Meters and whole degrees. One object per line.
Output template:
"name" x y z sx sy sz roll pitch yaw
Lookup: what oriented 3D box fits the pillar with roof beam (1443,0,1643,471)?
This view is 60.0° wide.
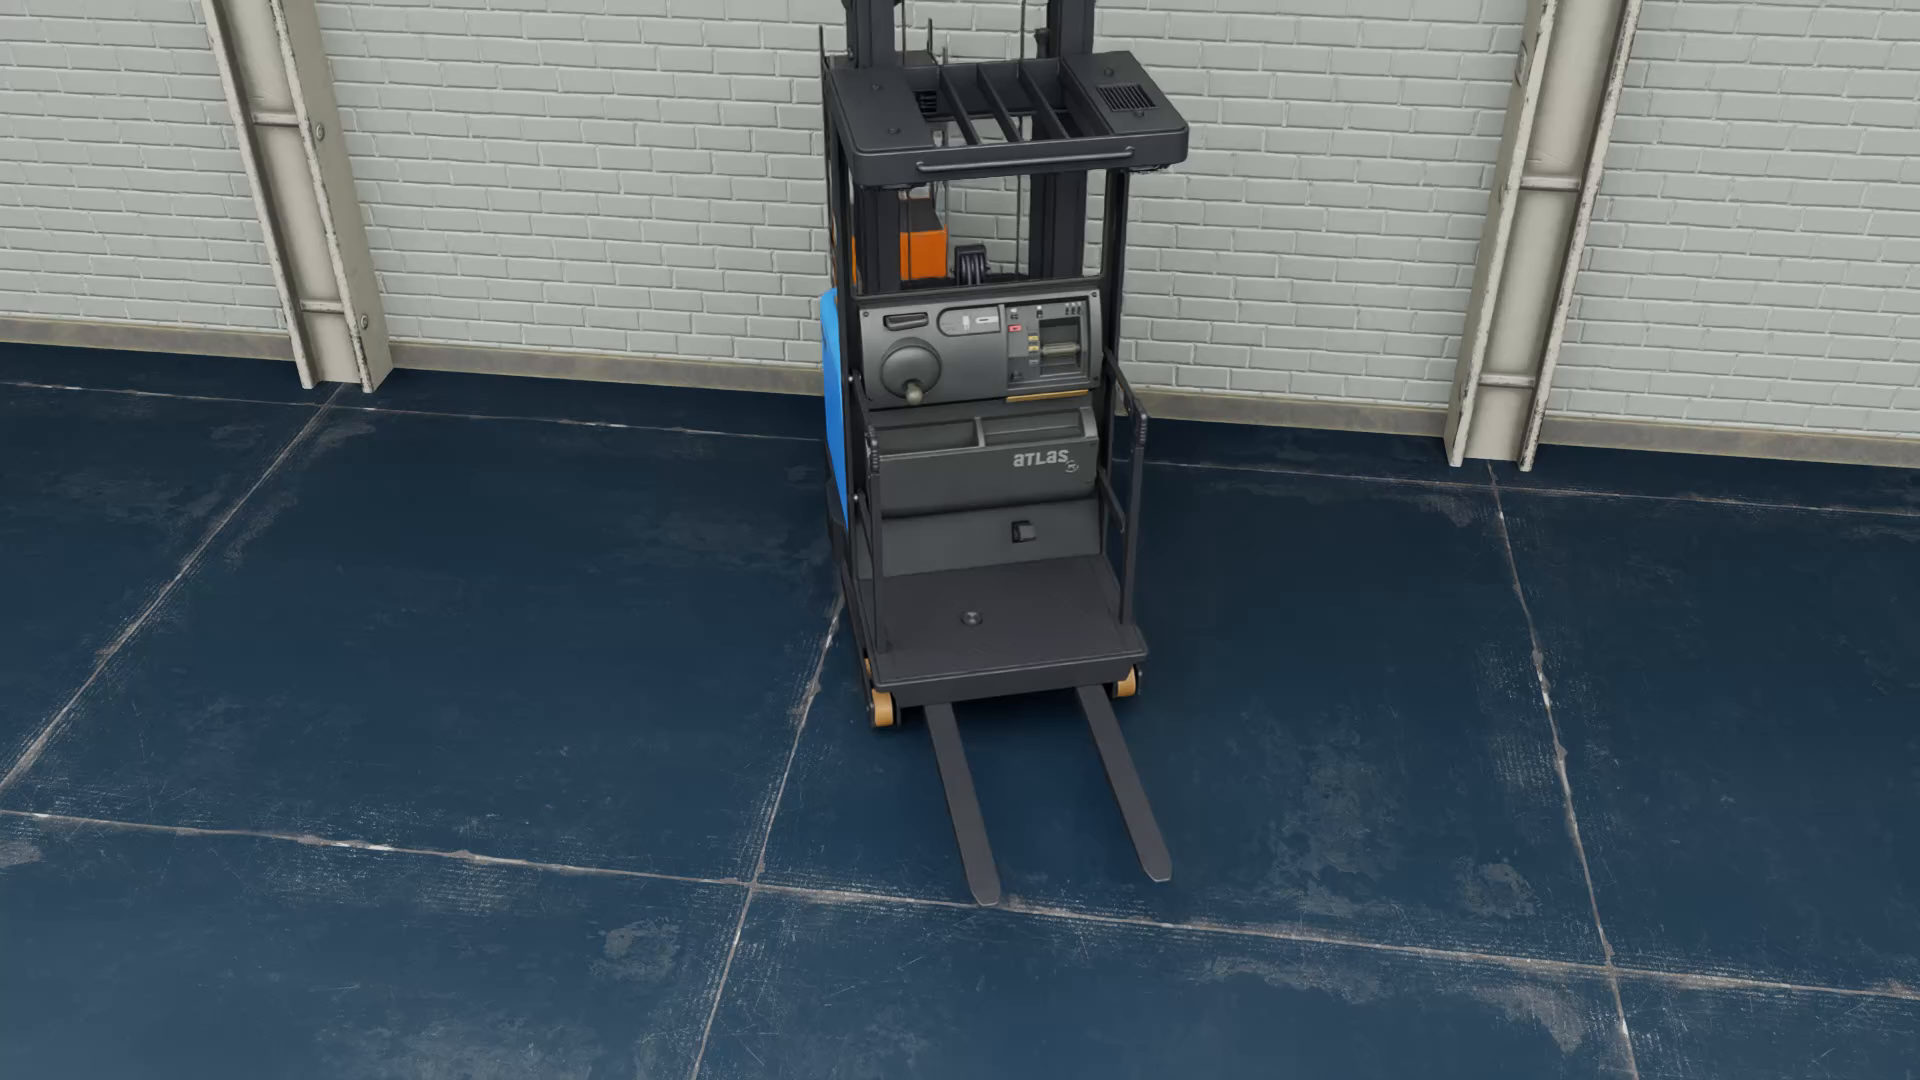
"pillar with roof beam" 2.101 -1.625 2.281 0.400 9.000 9.100 4 36 6

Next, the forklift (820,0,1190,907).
"forklift" 0.125 -0.672 6.168 1.130 2.935 3.031 -6 36 -8

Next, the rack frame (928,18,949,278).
"rack frame" -0.097 -1.348 7.831 0.015 2.100 0.400 -7 36 -9

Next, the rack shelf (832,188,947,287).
"rack shelf" -0.337 -1.309 7.800 0.480 0.518 0.431 -7 36 -9

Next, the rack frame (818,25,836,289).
"rack frame" -0.576 -1.292 7.753 0.015 2.100 0.400 -7 36 -9

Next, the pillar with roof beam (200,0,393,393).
"pillar with roof beam" -3.850 -2.069 2.903 0.400 9.000 9.100 4 36 6

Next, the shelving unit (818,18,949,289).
"shelving unit" -0.337 -1.320 7.792 0.503 2.100 0.431 -7 36 -9

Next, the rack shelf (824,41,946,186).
"rack shelf" -0.337 -1.879 7.394 0.480 0.518 0.431 -7 36 -9
